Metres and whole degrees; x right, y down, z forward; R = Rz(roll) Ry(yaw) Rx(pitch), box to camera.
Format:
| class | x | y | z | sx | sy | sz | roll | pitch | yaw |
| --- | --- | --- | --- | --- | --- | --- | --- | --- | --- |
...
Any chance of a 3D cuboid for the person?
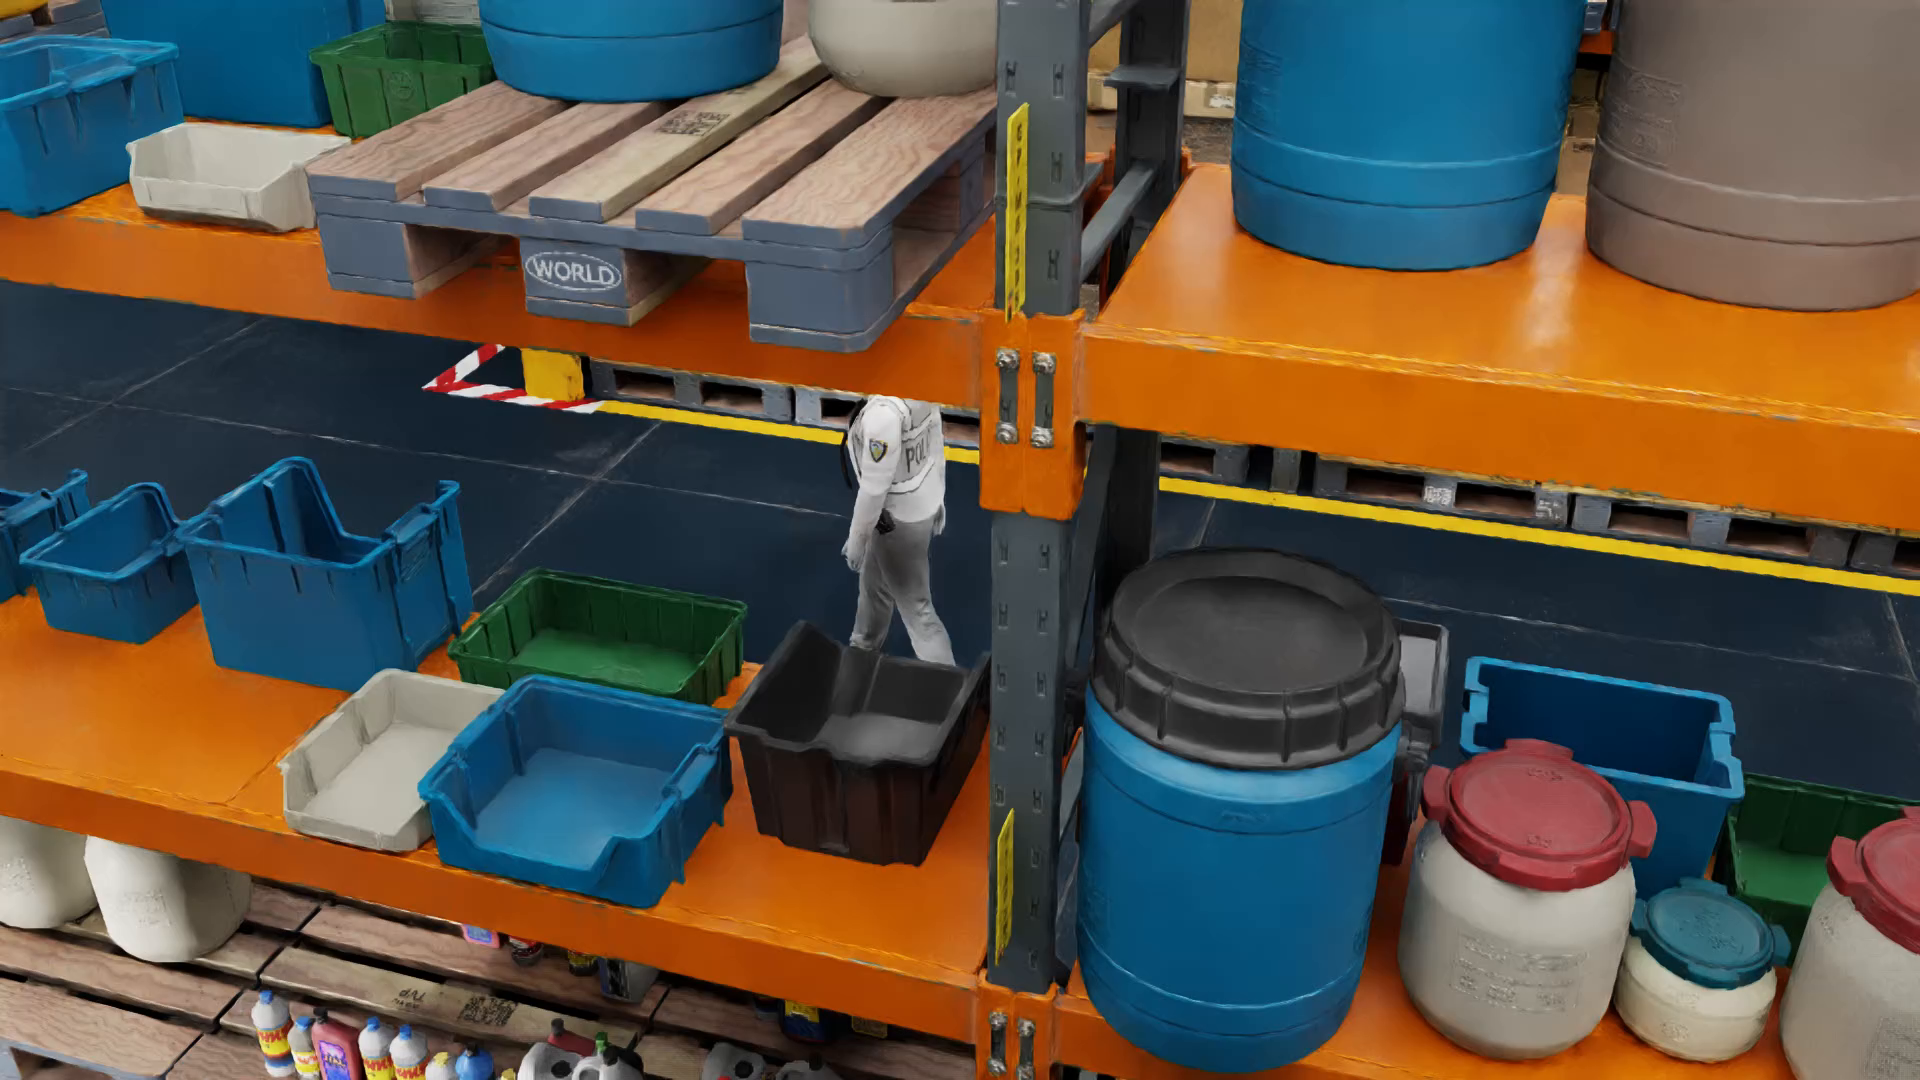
| class | x | y | z | sx | sy | sz | roll | pitch | yaw |
| --- | --- | --- | --- | --- | --- | --- | --- | --- | --- |
| person | -0.323 | -0.098 | 6.250 | 0.686 | 1.674 | 0.482 | 7 | 30 | 13 |
